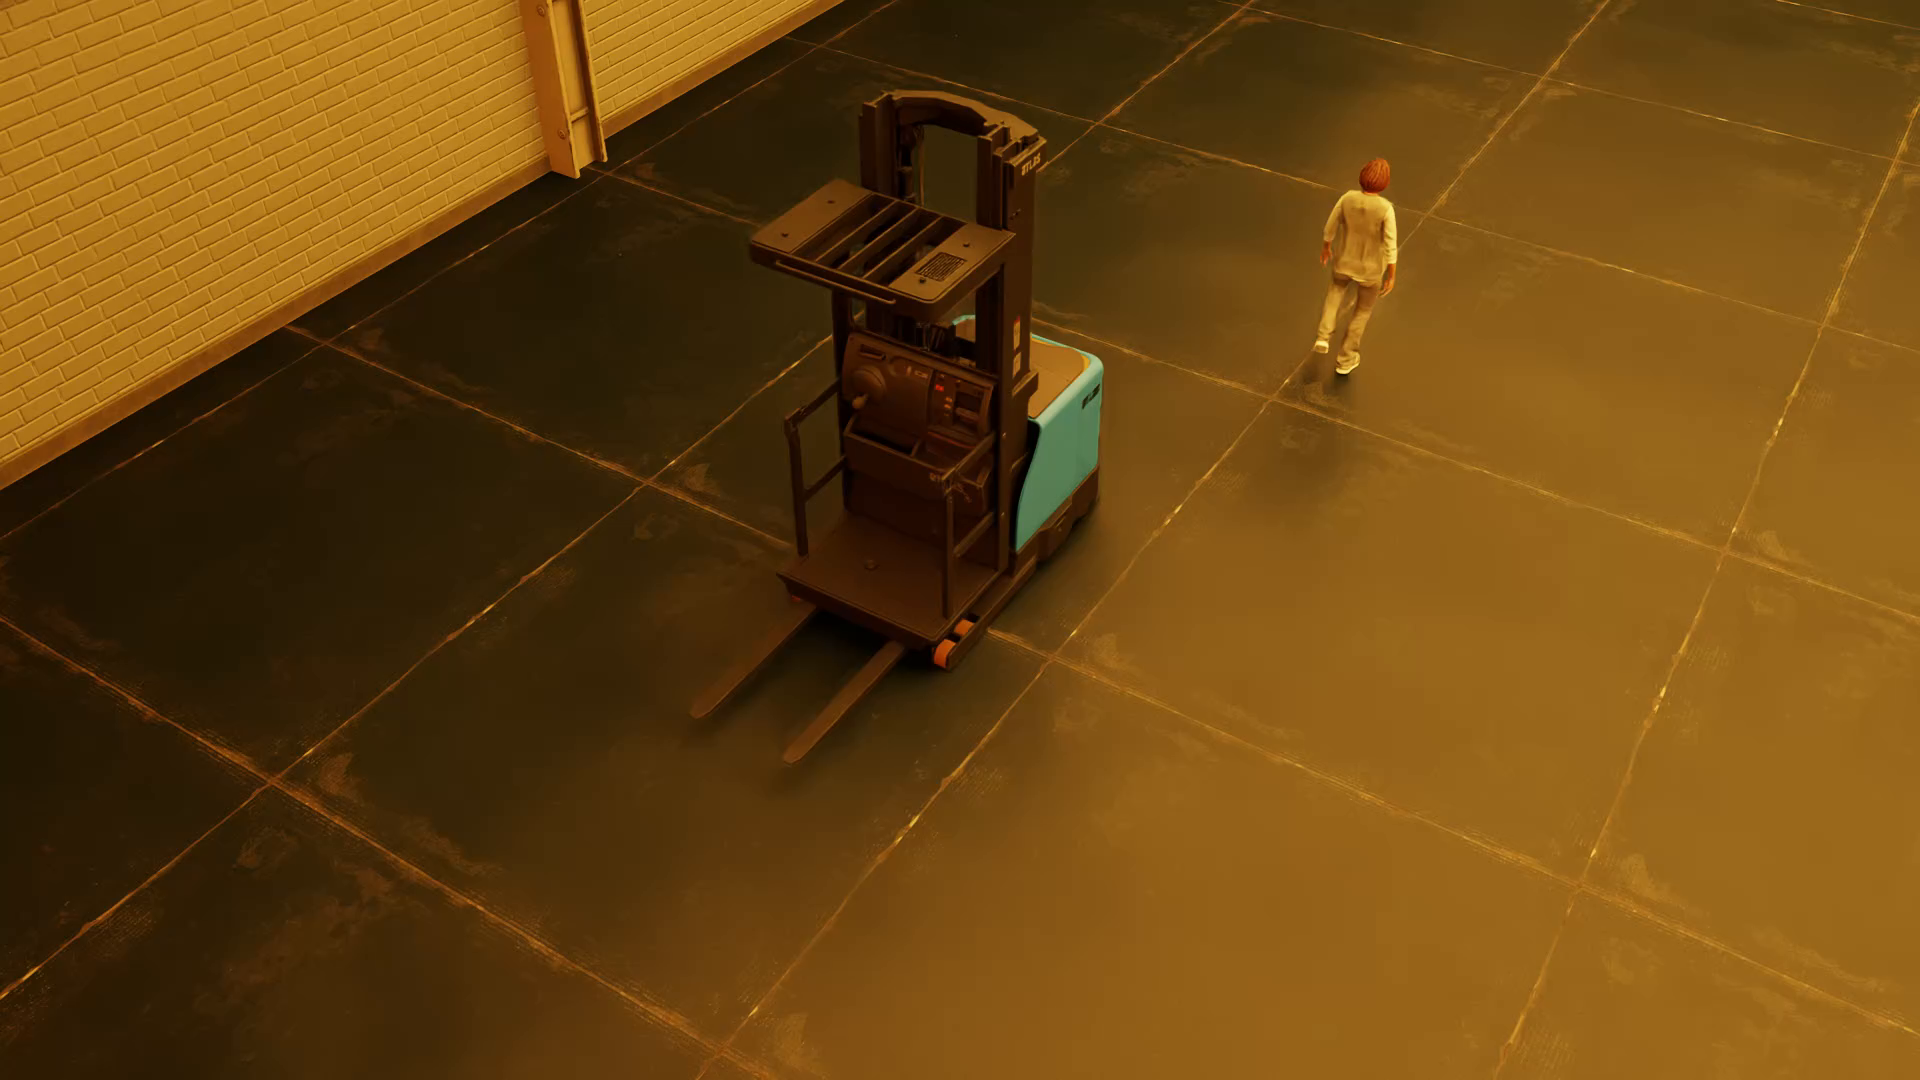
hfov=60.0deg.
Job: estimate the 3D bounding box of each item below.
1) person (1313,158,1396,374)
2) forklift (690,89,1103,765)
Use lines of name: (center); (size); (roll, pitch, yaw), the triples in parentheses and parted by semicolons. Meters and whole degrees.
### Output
person: (2.690, -1.861, 11.213); (0.550, 1.578, 0.408); (21, 45, 23)
forklift: (-0.345, -0.739, 8.840); (1.130, 2.935, 3.031); (22, 45, 24)
